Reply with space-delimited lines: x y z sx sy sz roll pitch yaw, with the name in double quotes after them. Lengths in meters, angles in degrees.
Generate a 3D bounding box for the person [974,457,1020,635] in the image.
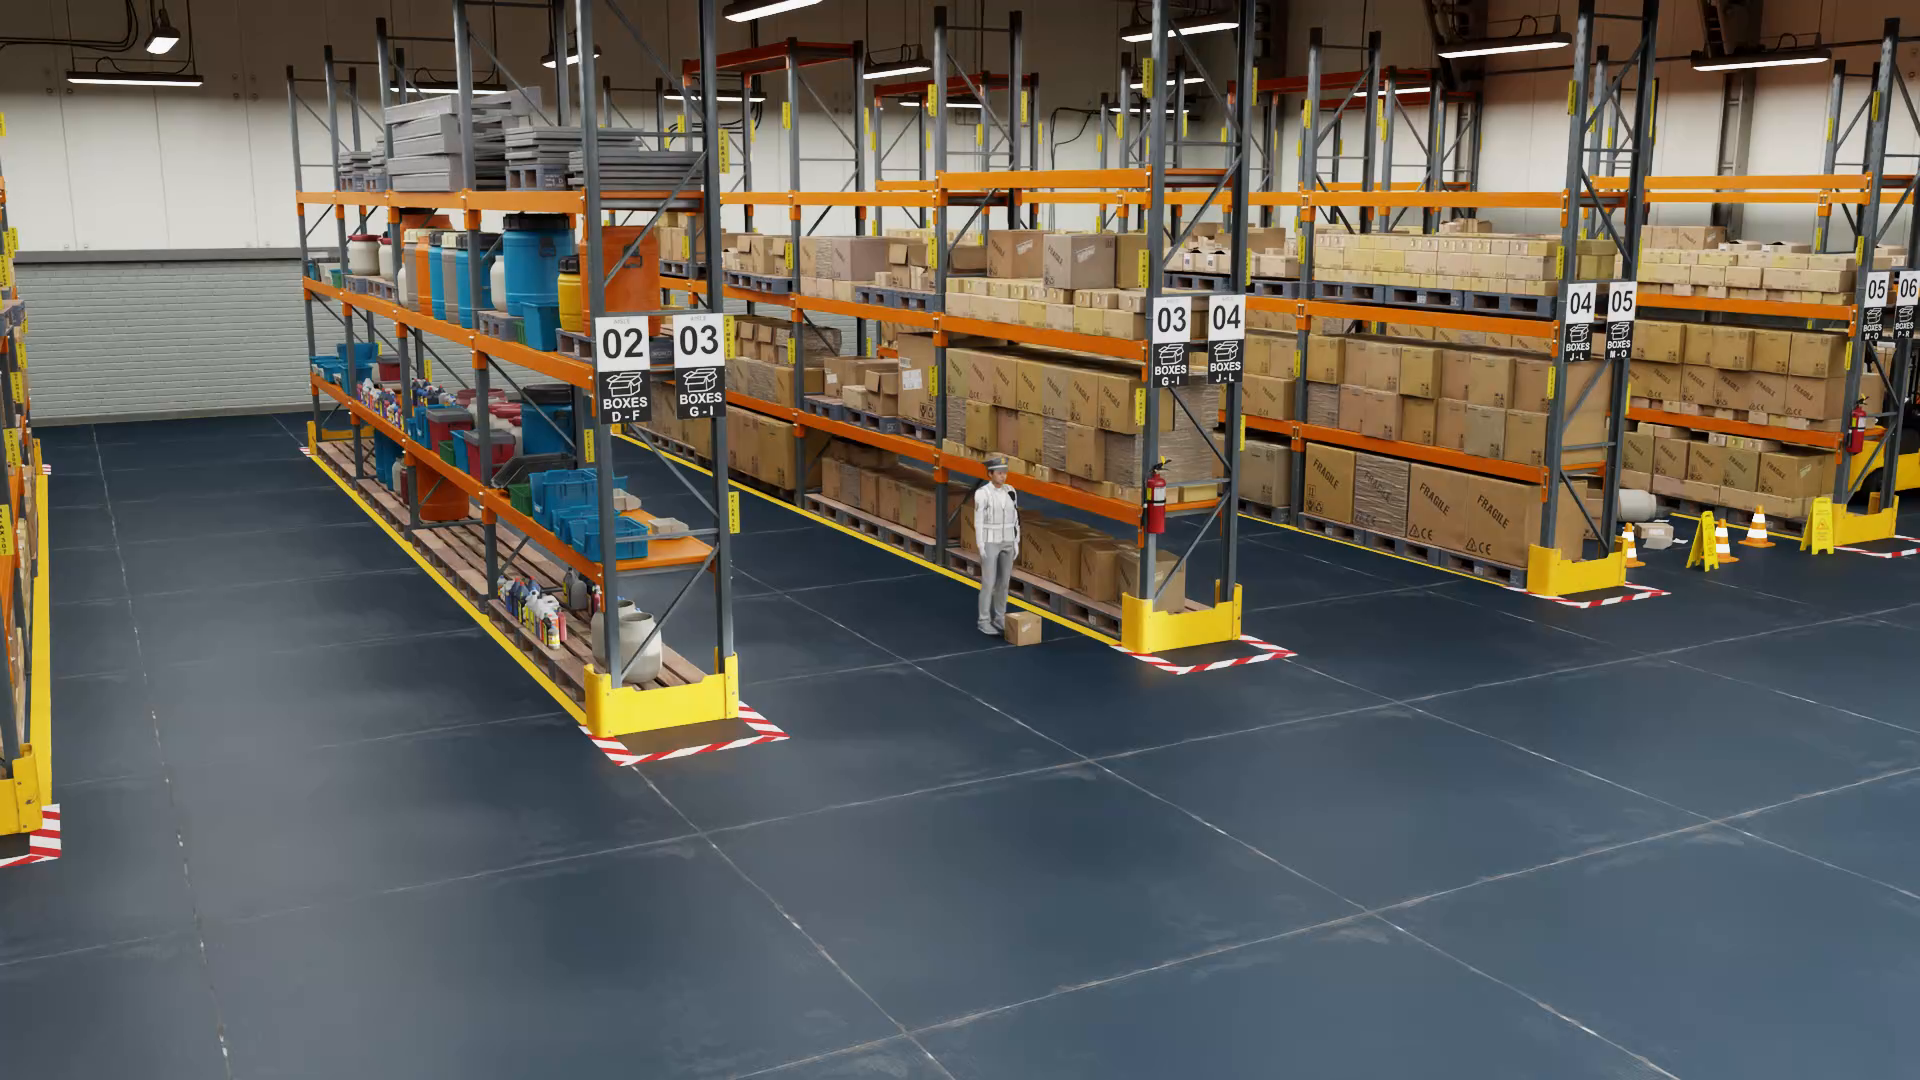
0.360 0.048 15.722 0.465 1.700 0.359 -6 13 -27 "person"
